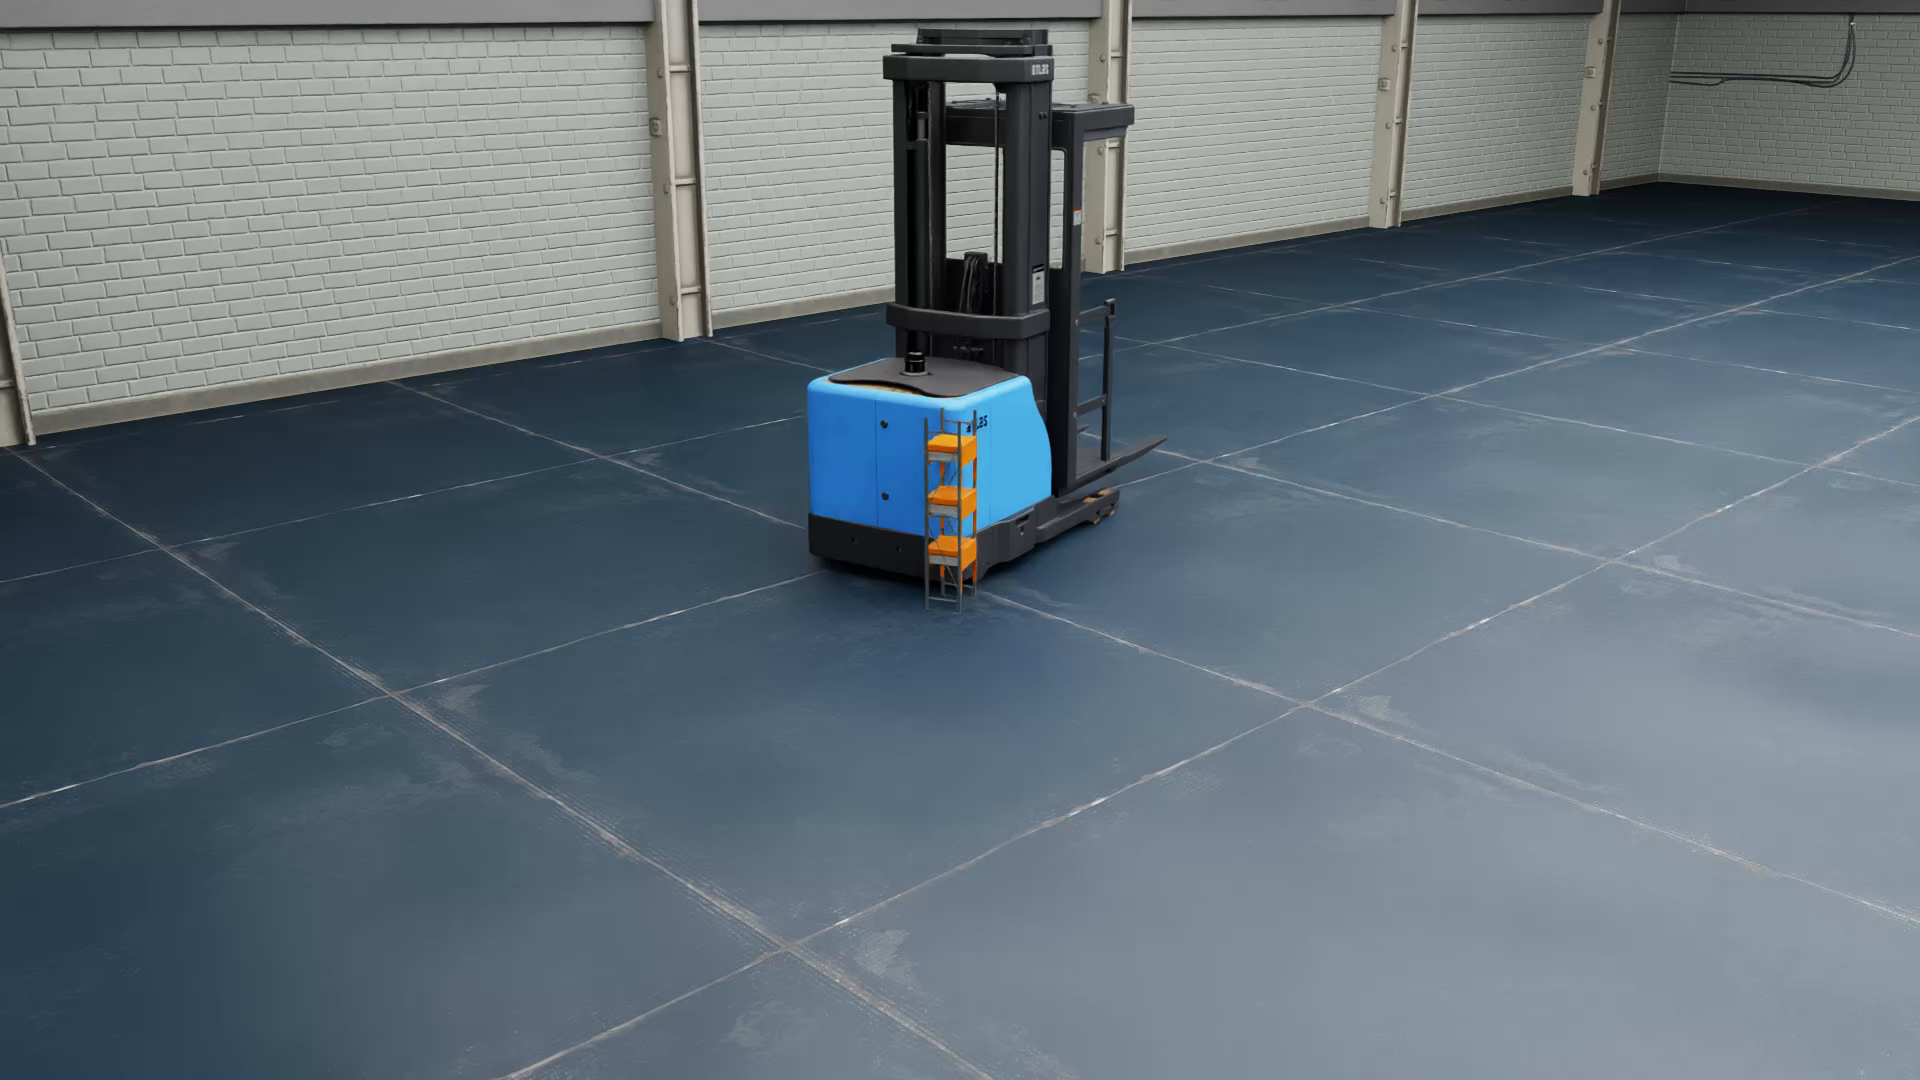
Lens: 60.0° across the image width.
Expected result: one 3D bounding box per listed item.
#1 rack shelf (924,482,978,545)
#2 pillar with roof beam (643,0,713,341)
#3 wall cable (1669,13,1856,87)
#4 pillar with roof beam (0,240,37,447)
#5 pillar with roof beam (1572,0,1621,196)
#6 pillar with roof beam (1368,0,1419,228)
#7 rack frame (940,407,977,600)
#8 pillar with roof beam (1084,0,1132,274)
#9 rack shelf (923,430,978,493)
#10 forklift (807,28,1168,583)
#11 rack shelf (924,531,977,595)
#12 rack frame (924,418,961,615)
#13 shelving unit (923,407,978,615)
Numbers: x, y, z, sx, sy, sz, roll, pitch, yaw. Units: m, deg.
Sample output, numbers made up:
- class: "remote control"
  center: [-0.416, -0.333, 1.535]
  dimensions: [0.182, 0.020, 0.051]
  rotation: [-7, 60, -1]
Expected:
- class: "rack shelf"
  center: [-0.048, -0.142, 8.753]
  dimensions: [0.215, 0.259, 0.240]
  rotation: [6, 19, 19]
- class: "pillar with roof beam"
  center: [0.324, -5.280, 11.679]
  dimensions: [0.400, 9.000, 9.100]
  rotation: [-16, 24, -41]
- class: "wall cable"
  center: [13.495, -8.910, 27.909]
  dimensions: [0.112, 2.526, 3.097]
  rotation: [-16, 24, -41]
- class: "pillar with roof beam"
  center: [-4.035, -4.009, 7.758]
  dimensions: [0.400, 9.000, 9.100]
  rotation: [-16, 24, -41]
- class: "pillar with roof beam"
  center: [13.403, -9.094, 23.443]
  dimensions: [0.400, 9.000, 9.100]
  rotation: [-16, 24, -41]
- class: "pillar with roof beam"
  center: [9.044, -7.823, 19.522]
  dimensions: [0.400, 9.000, 9.100]
  rotation: [-16, 24, -41]
- class: "rack frame"
  center: [-0.007, -0.187, 8.860]
  dimensions: [0.200, 1.050, 0.008]
  rotation: [6, 19, 19]
- class: "pillar with roof beam"
  center: [4.684, -6.551, 15.600]
  dimensions: [0.400, 9.000, 9.100]
  rotation: [-16, 24, -41]
- class: "rack shelf"
  center: [-0.048, -0.412, 8.666]
  dimensions: [0.215, 0.259, 0.240]
  rotation: [6, 19, 19]
- class: "forklift"
  center: [0.346, -1.562, 10.050]
  dimensions: [1.130, 2.935, 3.031]
  rotation: [11, 21, 31]
- class: "rack shelf"
  center: [-0.048, 0.123, 8.839]
  dimensions: [0.215, 0.259, 0.240]
  rotation: [6, 19, 19]
- class: "rack frame"
  center: [-0.089, -0.116, 8.641]
  dimensions: [0.200, 1.050, 0.008]
  rotation: [6, 19, 19]
- class: "shelving unit"
  center: [-0.048, -0.152, 8.750]
  dimensions: [0.215, 1.050, 0.252]
  rotation: [6, 19, 19]
